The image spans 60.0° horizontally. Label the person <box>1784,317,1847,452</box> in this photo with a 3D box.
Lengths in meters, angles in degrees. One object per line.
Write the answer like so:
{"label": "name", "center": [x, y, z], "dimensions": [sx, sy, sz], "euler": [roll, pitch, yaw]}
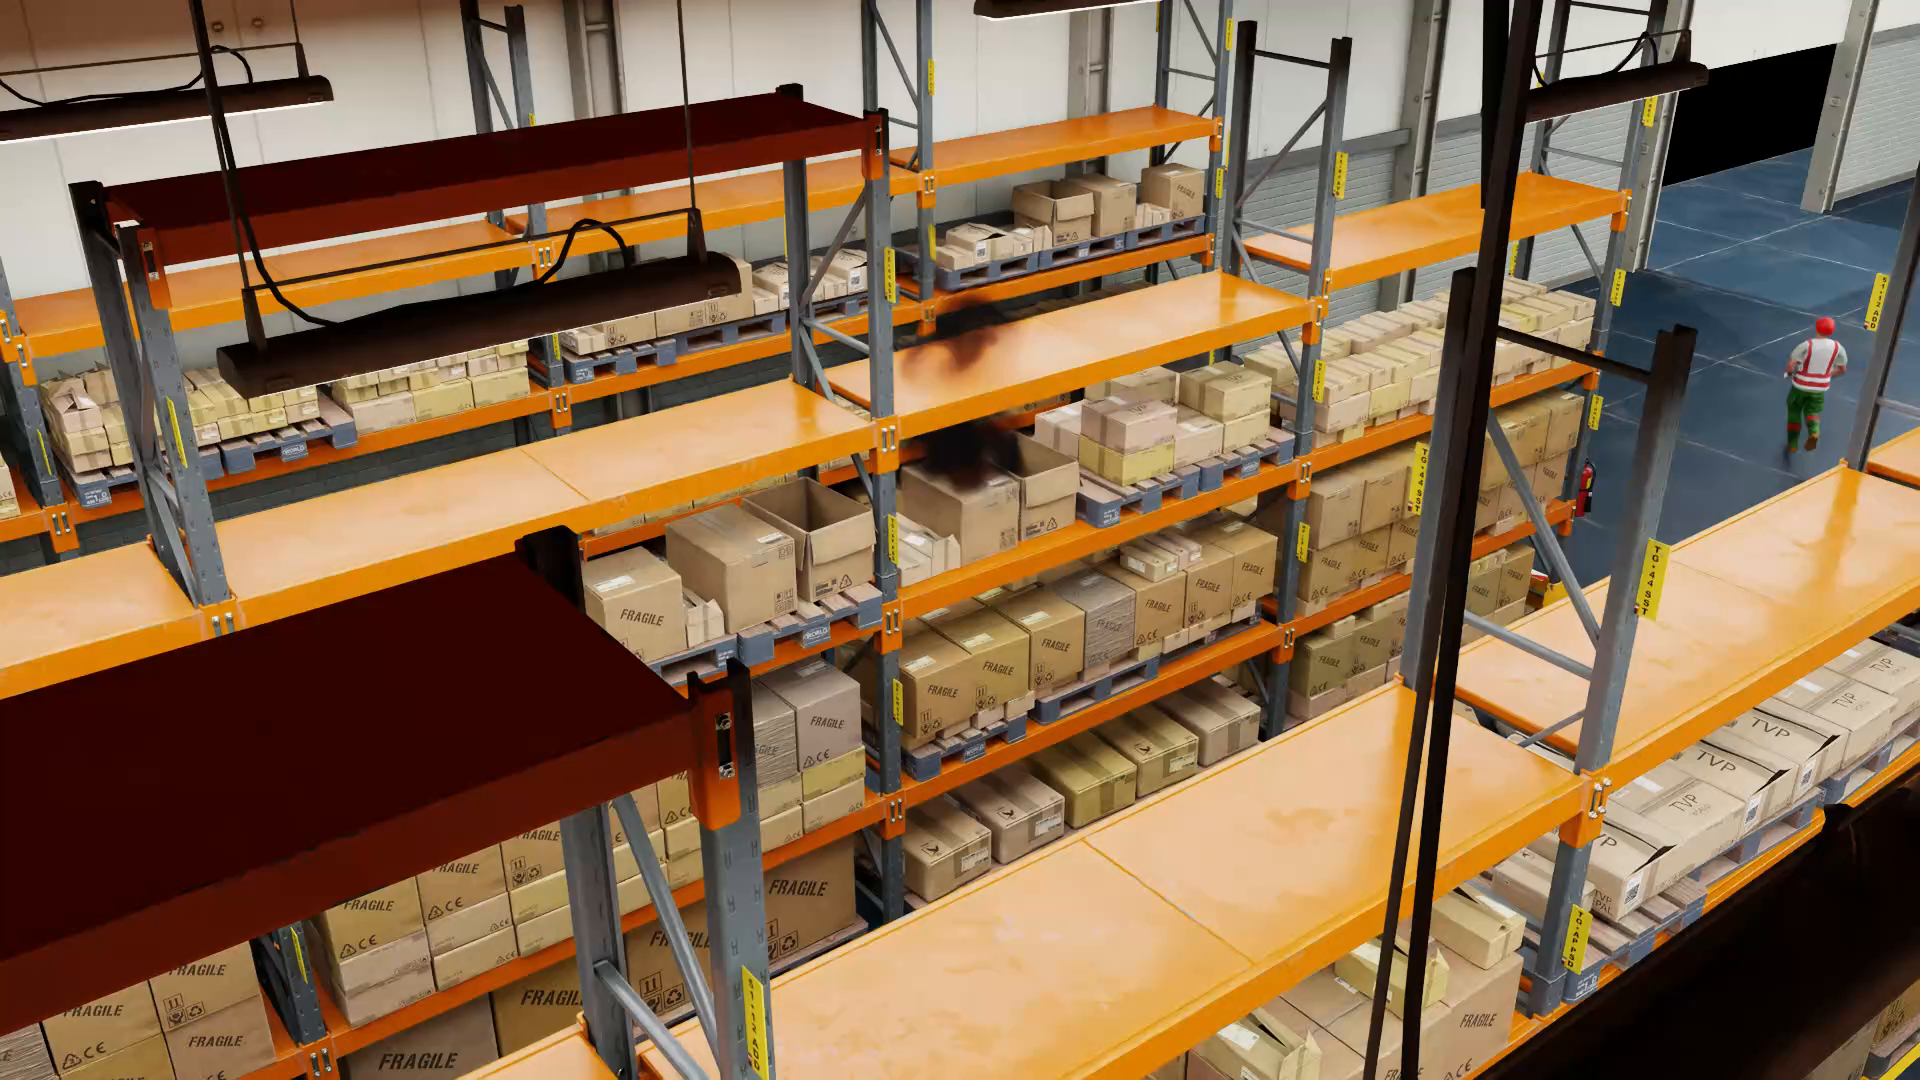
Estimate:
{"label": "person", "center": [10.150, -1.821, 19.852], "dimensions": [0.667, 1.749, 0.745], "euler": [6, 27, 12]}
